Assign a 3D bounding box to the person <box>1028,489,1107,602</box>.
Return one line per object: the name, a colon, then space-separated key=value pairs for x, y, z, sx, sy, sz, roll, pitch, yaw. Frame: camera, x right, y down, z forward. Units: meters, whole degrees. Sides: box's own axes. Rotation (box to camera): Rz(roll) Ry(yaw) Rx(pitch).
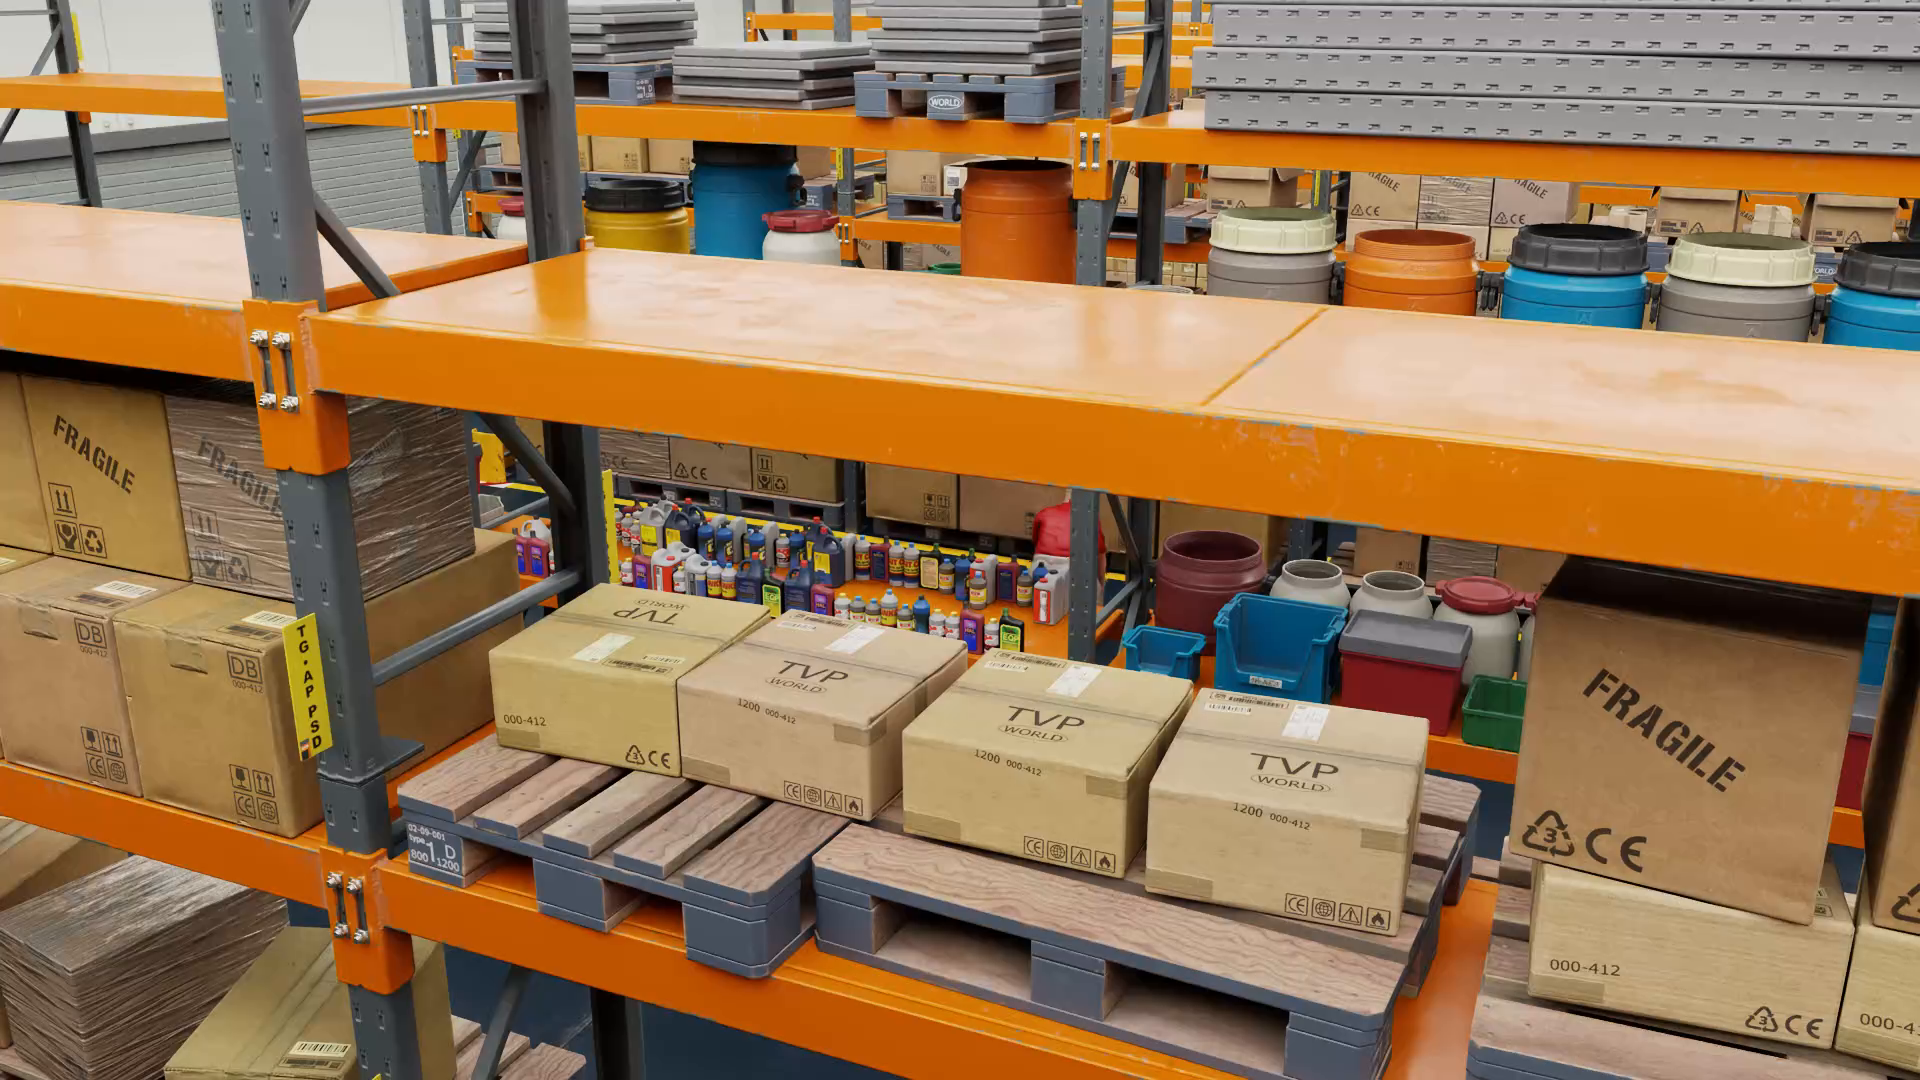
person: x=0.763 y=0.218 z=12.452 sx=0.576 sy=1.086 sz=0.839 roll=8 pitch=21 yaw=23
